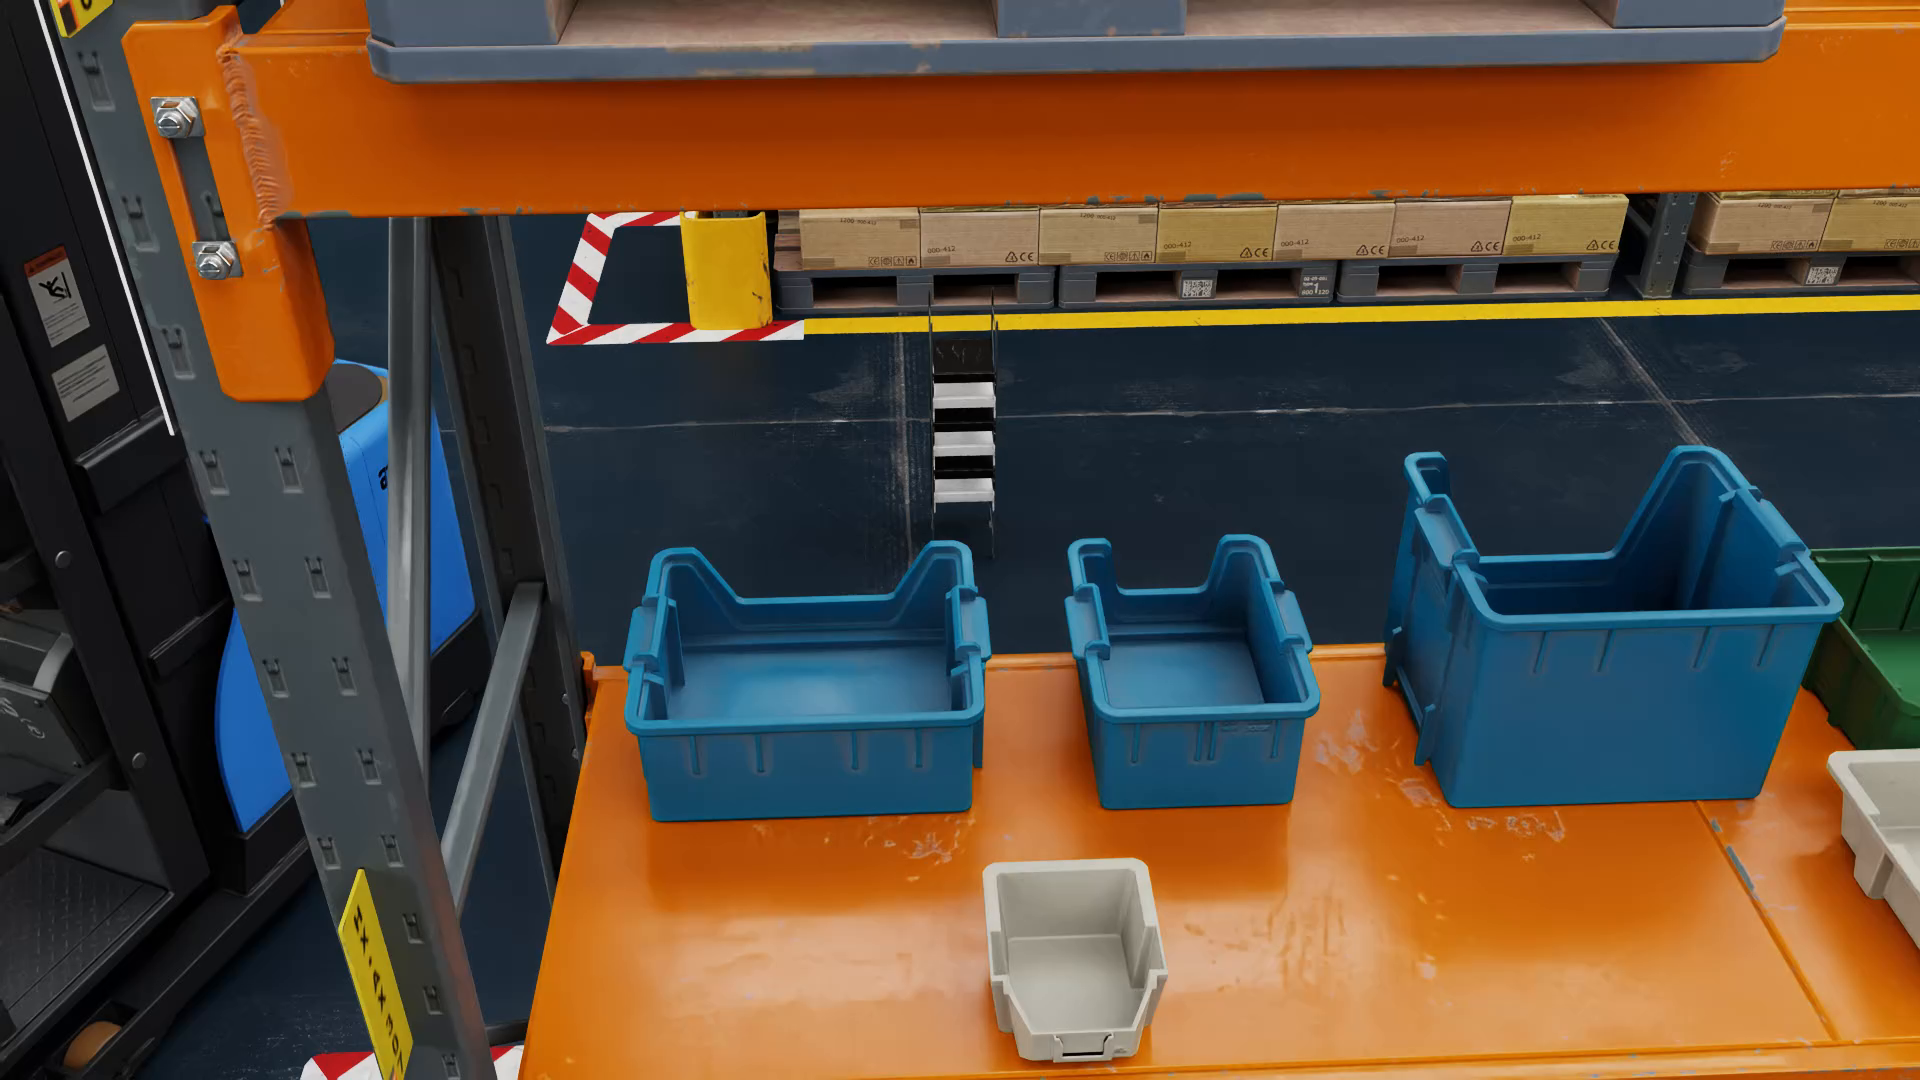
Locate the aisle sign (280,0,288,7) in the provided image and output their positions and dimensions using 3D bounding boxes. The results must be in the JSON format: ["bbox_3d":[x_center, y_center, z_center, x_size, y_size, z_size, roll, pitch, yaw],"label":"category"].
[{"bbox_3d":[-0.830,-0.877,2.096,0.004,0.787,0.394,-2,35,-2],"label":"aisle sign"}]

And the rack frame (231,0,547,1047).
[{"bbox_3d":[-0.744,0.361,2.592,0.053,2.616,0.949,-2,35,-2],"label":"rack frame"}]

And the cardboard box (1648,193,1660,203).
[{"bbox_3d":[3.421,-1.782,7.736,0.500,0.250,0.500,-2,35,-3],"label":"cardboard box"}]

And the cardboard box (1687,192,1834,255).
[{"bbox_3d":[3.435,-1.476,7.294,0.500,0.250,0.500,-2,35,-3],"label":"cardboard box"}]

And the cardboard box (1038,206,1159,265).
[{"bbox_3d":[0.570,-1.415,7.206,0.500,0.250,0.500,-2,35,-2],"label":"cardboard box"}]

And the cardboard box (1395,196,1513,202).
[{"bbox_3d":[2.068,-1.771,7.061,0.500,0.500,0.500,-2,35,-2],"label":"cardboard box"}]

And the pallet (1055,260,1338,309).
[{"bbox_3d":[1.003,-1.385,7.566,1.213,0.211,1.003,-2,35,-2],"label":"pallet"}]

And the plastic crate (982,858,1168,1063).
[{"bbox_3d":[0.165,0.627,2.440,0.250,0.136,0.298,-2,35,-2],"label":"plastic crate"}]

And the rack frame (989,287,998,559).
[{"bbox_3d":[0.110,-0.373,5.498,0.006,0.900,0.240,-2,35,-2],"label":"rack frame"}]

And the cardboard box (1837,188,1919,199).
[{"bbox_3d":[3.945,-1.717,7.149,0.500,0.311,0.500,-2,35,-3],"label":"cardboard box"}]

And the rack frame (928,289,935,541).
[{"bbox_3d":[-0.093,-0.368,5.490,0.006,0.900,0.240,-2,35,-2],"label":"rack frame"}]

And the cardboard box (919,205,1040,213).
[{"bbox_3d":[0.071,-1.709,6.972,0.500,0.500,0.500,-2,35,-2],"label":"cardboard box"}]

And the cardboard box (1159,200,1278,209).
[{"bbox_3d":[1.070,-1.734,7.007,0.500,0.500,0.500,-2,35,-2],"label":"cardboard box"}]

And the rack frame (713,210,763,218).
[{"bbox_3d":[-0.975,-2.456,6.664,0.127,3.000,1.000,-2,35,-2],"label":"rack frame"}]

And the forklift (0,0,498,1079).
[{"bbox_3d":[-2.410,-0.105,3.326,1.130,2.935,3.031,13,37,17],"label":"forklift"}]

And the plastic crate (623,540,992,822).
[{"bbox_3d":[-0.258,0.237,2.902,0.616,0.251,0.499,-2,35,-2],"label":"plastic crate"}]

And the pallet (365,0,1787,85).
[{"bbox_3d":[0.087,-0.763,1.747,1.213,0.211,1.003,-2,35,-2],"label":"pallet"}]

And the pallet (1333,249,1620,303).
[{"bbox_3d":[2.224,-1.420,7.616,1.213,0.211,1.003,-2,35,-2],"label":"pallet"}]

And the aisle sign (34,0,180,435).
[{"bbox_3d":[-0.802,-0.541,1.612,0.004,0.787,0.394,-2,35,-2],"label":"aisle sign"}]

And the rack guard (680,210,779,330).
[{"bbox_3d":[-0.999,-1.428,7.374,0.348,0.500,1.175,-2,35,-2],"label":"rack guard"}]

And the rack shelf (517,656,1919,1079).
[{"bbox_3d":[1.254,0.521,2.822,3.809,0.124,0.919,-2,35,-2],"label":"rack shelf"}]

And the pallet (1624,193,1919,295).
[{"bbox_3d":[3.755,-1.460,7.674,1.213,0.211,1.003,-2,35,-2],"label":"pallet"}]

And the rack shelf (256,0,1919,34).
[{"bbox_3d":[1.254,-0.713,1.968,3.809,0.124,0.919,-2,35,-2],"label":"rack shelf"}]

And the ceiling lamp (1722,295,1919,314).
[{"bbox_3d":[5.331,-1.069,7.294,4.000,0.001,0.159,-2,35,-2],"label":"ceiling lamp"}]

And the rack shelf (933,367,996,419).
[{"bbox_3d":[0.008,-0.491,5.411,0.200,0.077,0.258,-2,35,-2],"label":"rack shelf"}]

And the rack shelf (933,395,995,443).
[{"bbox_3d":[0.008,-0.417,5.462,0.200,0.077,0.258,-2,35,-2],"label":"rack shelf"}]

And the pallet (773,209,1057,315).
[{"bbox_3d":[-0.213,-1.354,7.521,1.213,0.211,1.003,-2,35,-2],"label":"pallet"}]

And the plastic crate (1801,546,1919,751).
[{"bbox_3d":[1.882,0.215,2.990,0.662,0.188,0.450,-2,35,-2],"label":"plastic crate"}]

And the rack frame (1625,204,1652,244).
[{"bbox_3d":[3.020,-2.566,6.822,0.053,2.616,0.949,-2,35,-2],"label":"rack frame"}]

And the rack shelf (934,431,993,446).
[{"bbox_3d":[0.008,-0.360,5.502,0.190,0.026,0.221,-2,35,-2],"label":"rack shelf"}]

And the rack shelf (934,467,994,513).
[{"bbox_3d":[0.008,-0.195,5.616,0.200,0.077,0.258,-2,35,-2],"label":"rack shelf"}]

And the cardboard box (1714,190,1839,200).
[{"bbox_3d":[3.445,-1.706,7.134,0.500,0.311,0.500,-1,35,-2],"label":"cardboard box"}]

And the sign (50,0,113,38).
[{"bbox_3d":[-0.723,-0.565,1.287,0.005,0.325,0.100,-2,35,-2],"label":"sign"}]

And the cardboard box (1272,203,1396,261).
[{"bbox_3d":[1.569,-1.440,7.242,0.500,0.250,0.500,-2,35,-2],"label":"cardboard box"}]

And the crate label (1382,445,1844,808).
[{"bbox_3d":[1.081,0.141,2.879,0.616,0.435,0.502,-2,35,-2],"label":"crate label"}]
